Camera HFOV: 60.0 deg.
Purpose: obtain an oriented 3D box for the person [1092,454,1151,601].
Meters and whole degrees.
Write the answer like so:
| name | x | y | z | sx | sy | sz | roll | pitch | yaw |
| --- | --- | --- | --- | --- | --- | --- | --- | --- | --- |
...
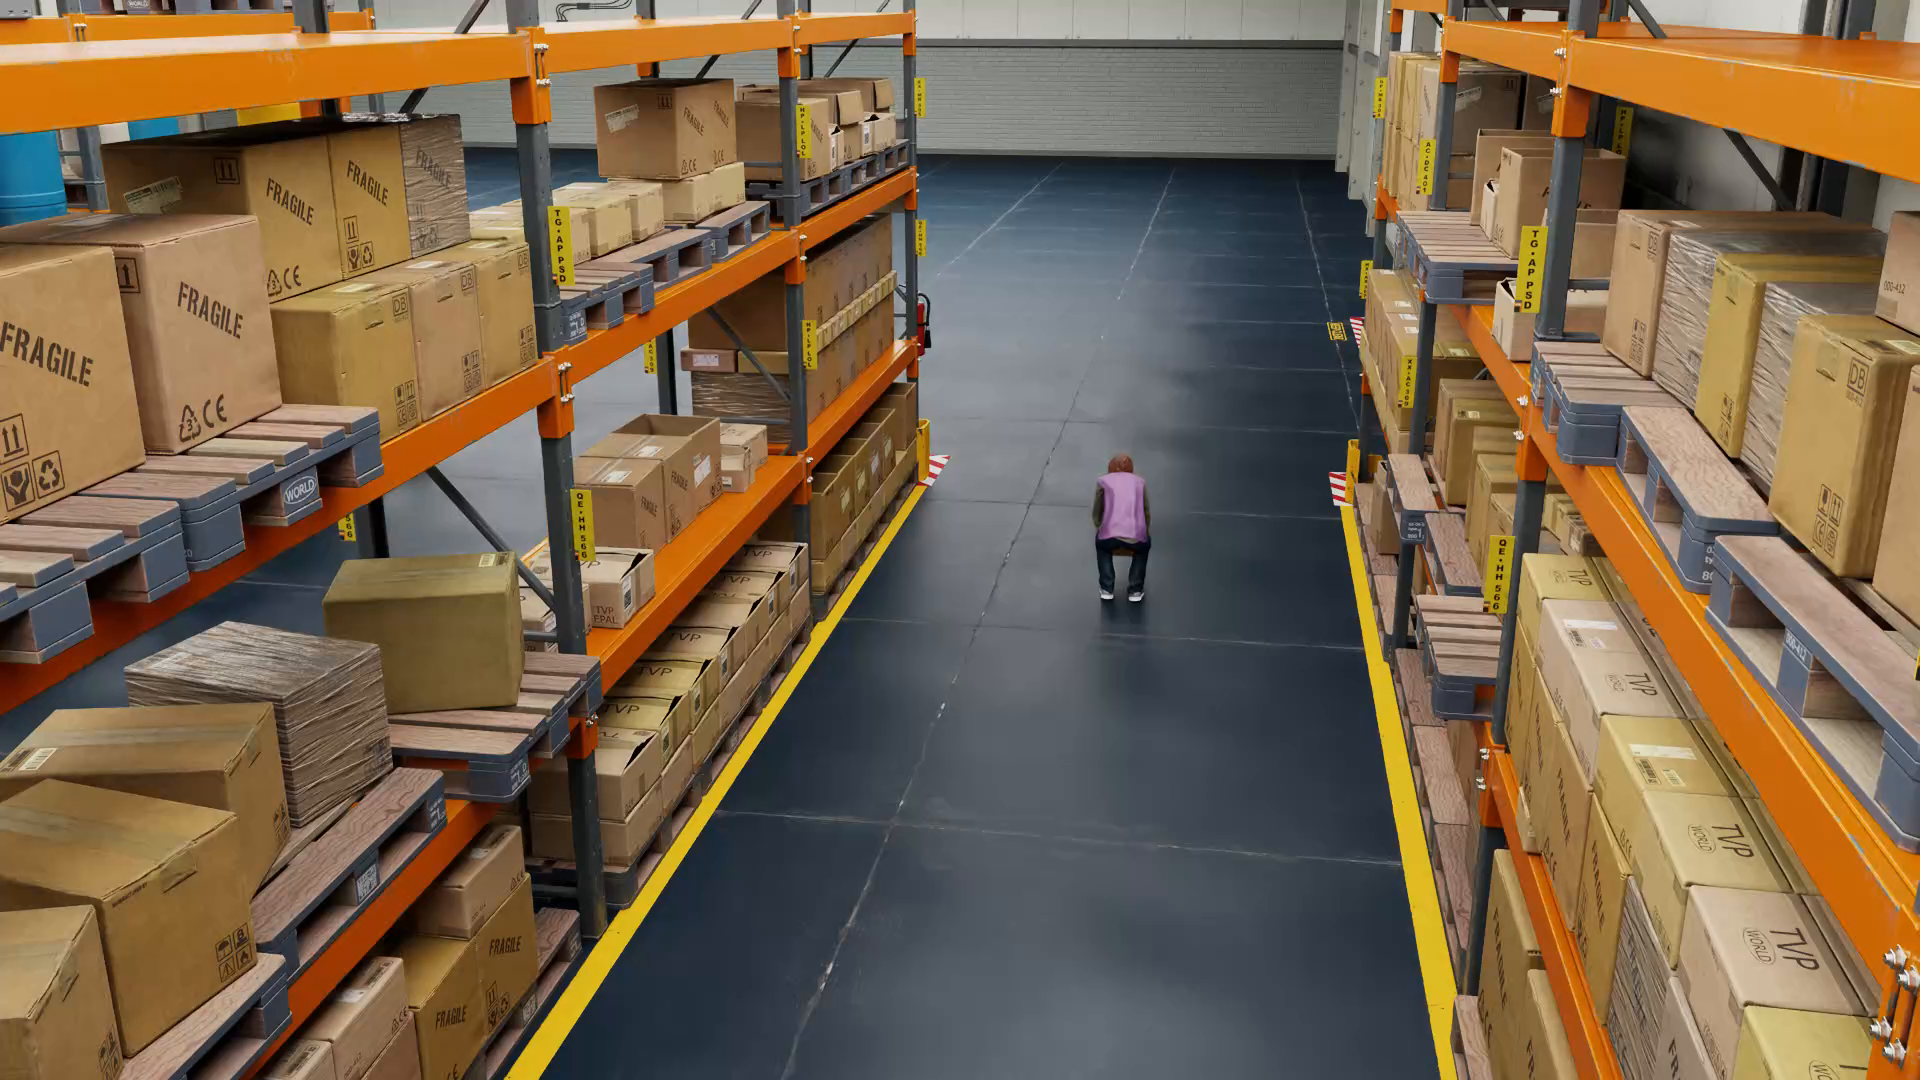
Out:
| name | x | y | z | sx | sy | sz | roll | pitch | yaw |
| --- | --- | --- | --- | --- | --- | --- | --- | --- | --- |
| person | 1.186 | -0.071 | 12.274 | 0.454 | 0.984 | 0.765 | 3 | 18 | 9 |
